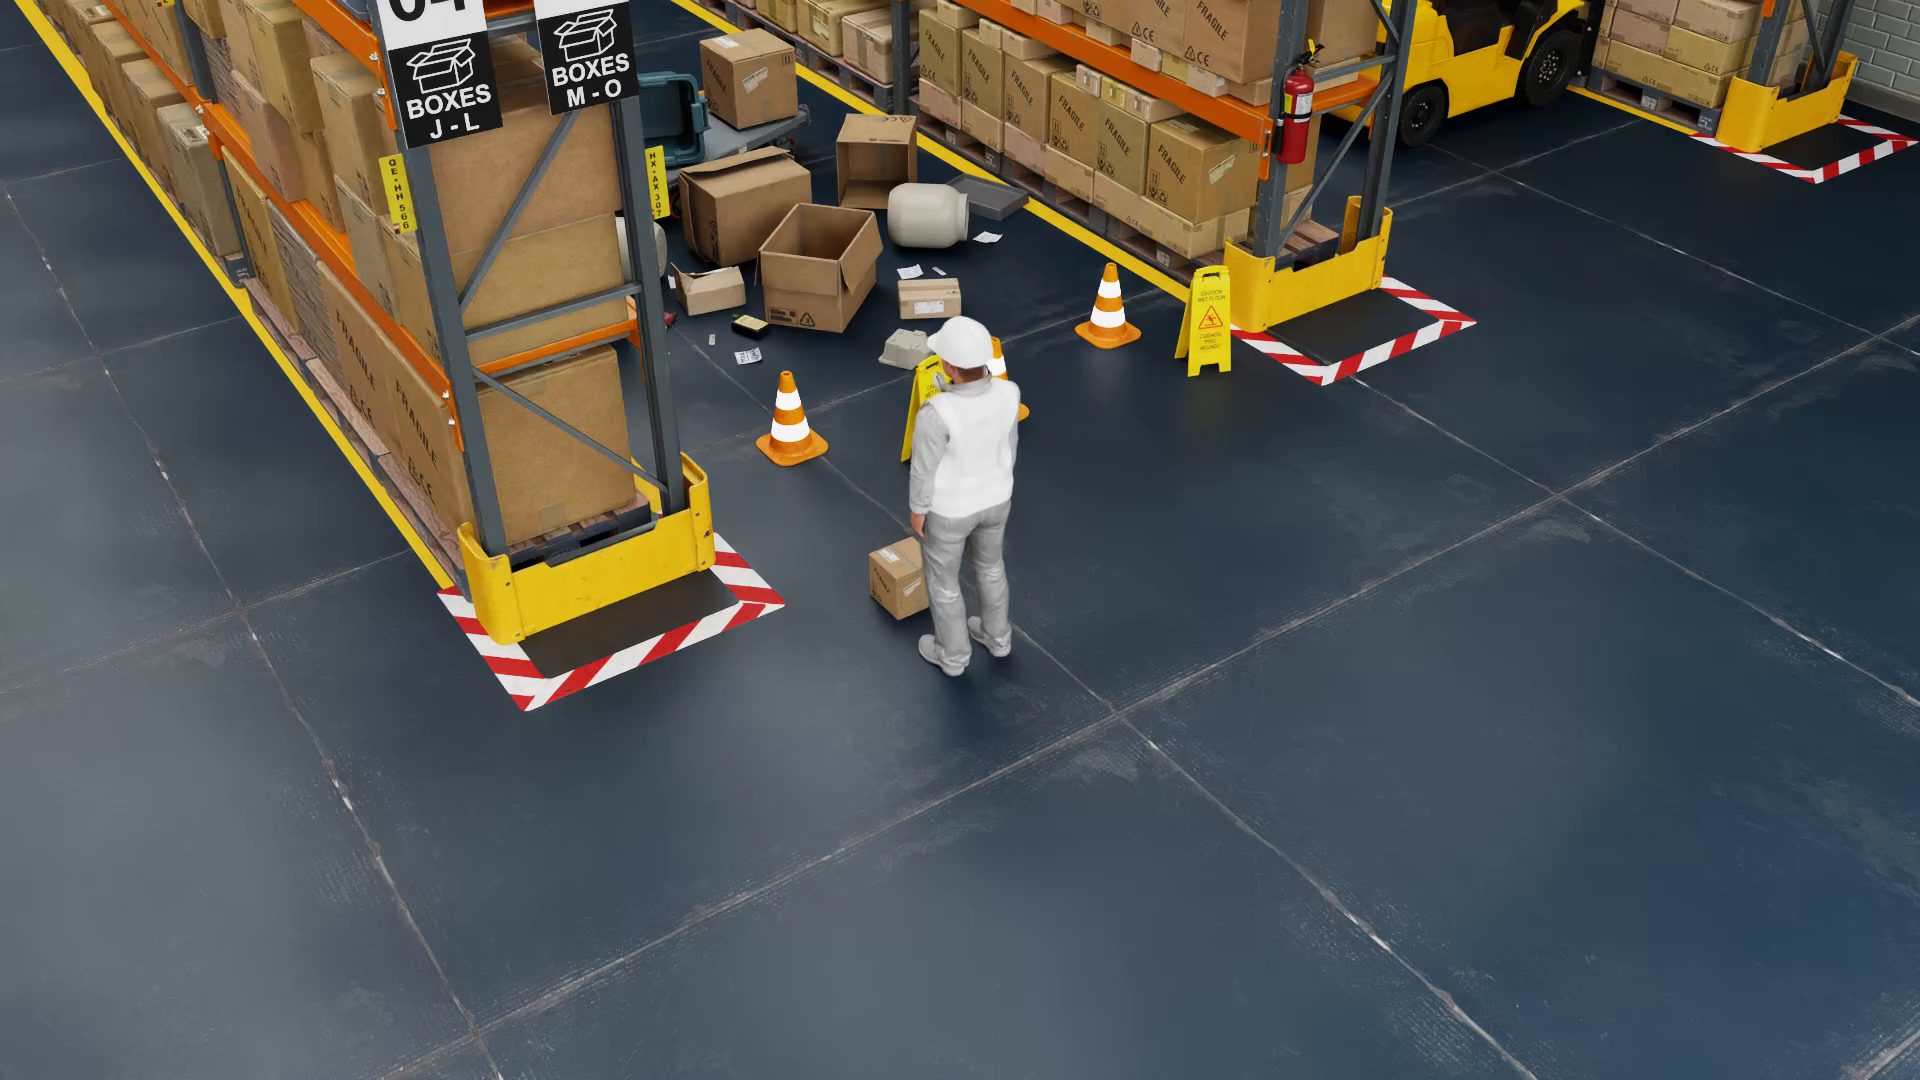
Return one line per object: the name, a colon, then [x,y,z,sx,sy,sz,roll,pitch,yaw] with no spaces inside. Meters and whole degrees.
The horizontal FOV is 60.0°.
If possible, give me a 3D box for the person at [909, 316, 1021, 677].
person: [0.003,-0.186,7.244,0.532,1.768,0.360,-22,41,-27]
